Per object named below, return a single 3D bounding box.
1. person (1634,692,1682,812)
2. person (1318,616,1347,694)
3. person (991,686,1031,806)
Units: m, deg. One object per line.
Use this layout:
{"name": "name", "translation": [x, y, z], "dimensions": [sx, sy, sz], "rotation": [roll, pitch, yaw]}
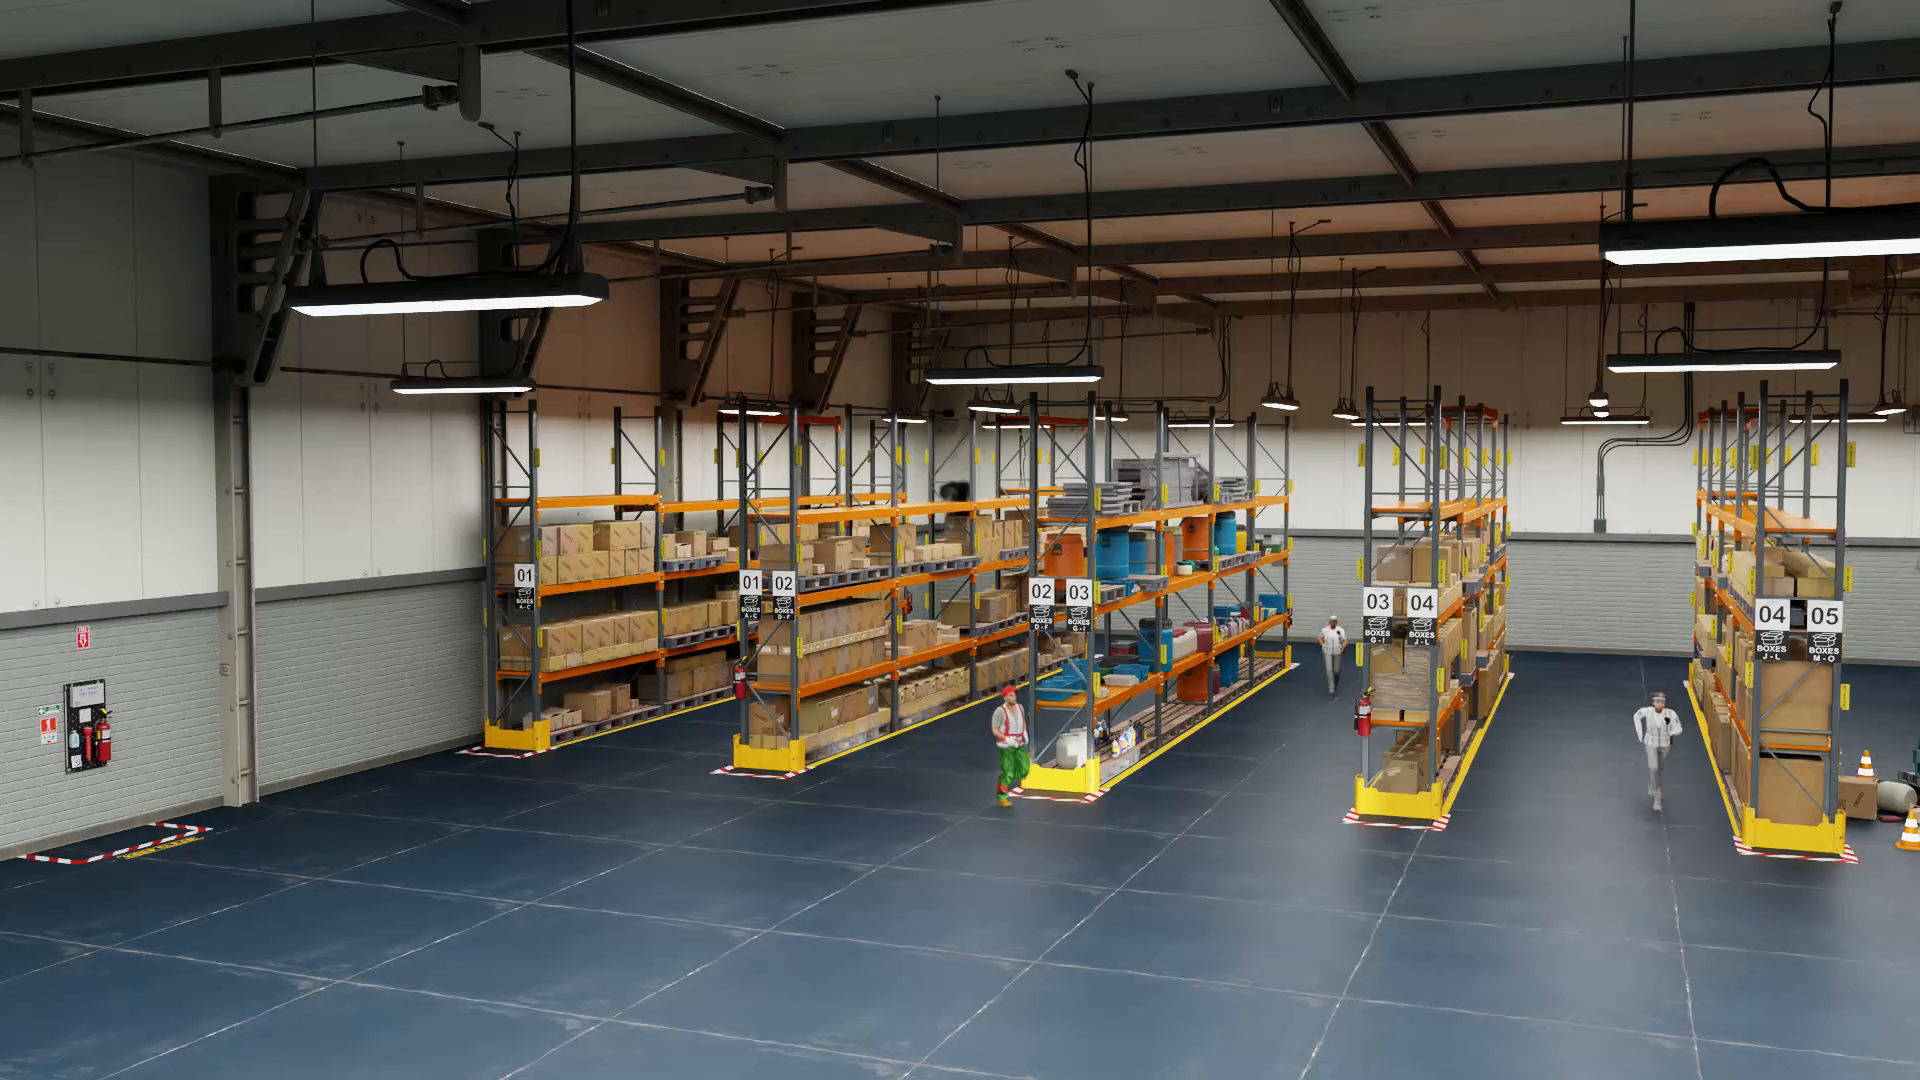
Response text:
{"name": "person", "translation": [10.050, 2.998, 23.982], "dimensions": [0.613, 1.696, 0.981], "rotation": [1, 3, 12]}
{"name": "person", "translation": [7.992, 2.441, 35.659], "dimensions": [0.607, 1.654, 0.766], "rotation": [1, 3, 12]}
{"name": "person", "translation": [0.757, 2.955, 23.824], "dimensions": [0.699, 1.742, 0.656], "rotation": [-2, 3, -36]}
